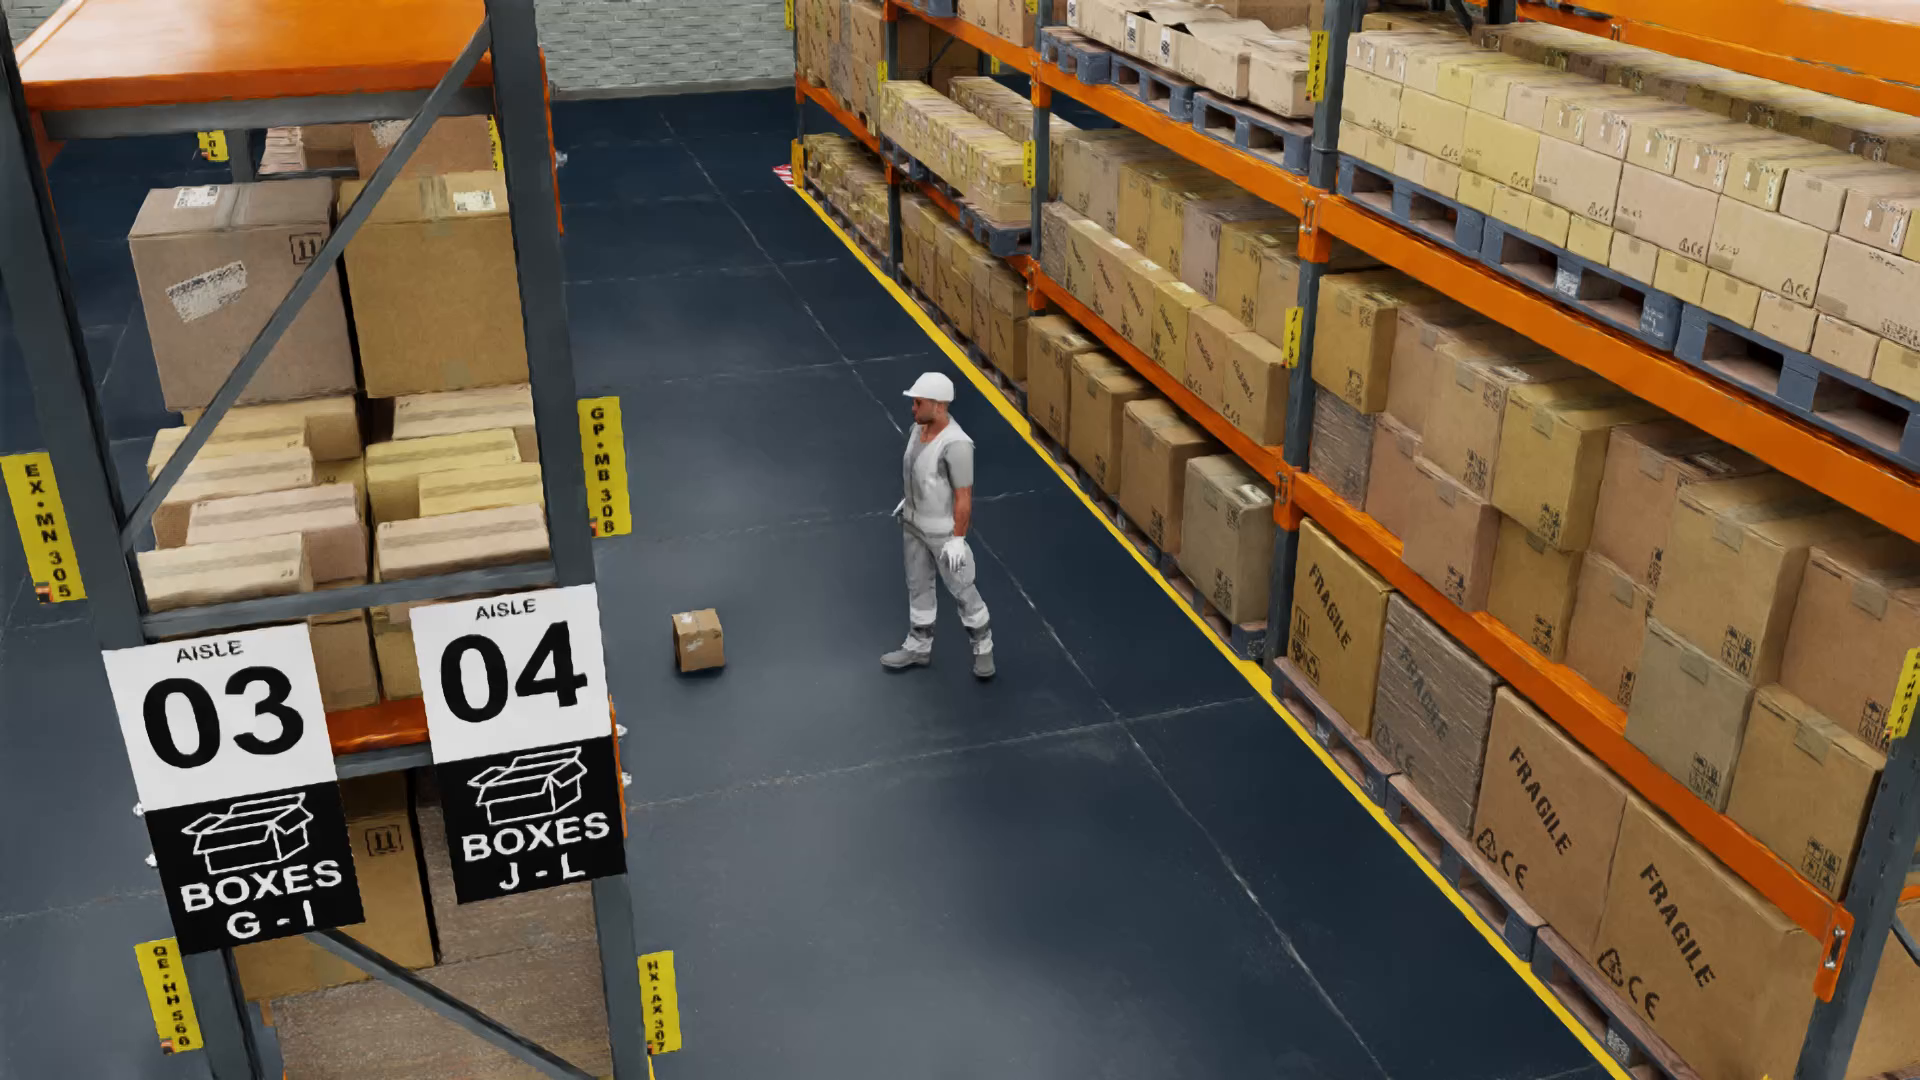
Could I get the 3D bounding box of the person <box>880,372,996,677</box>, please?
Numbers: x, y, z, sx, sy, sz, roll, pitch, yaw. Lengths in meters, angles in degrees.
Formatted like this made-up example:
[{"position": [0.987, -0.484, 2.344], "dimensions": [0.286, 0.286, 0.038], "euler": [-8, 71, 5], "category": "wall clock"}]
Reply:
[{"position": [-0.146, -0.088, 9.264], "dimensions": [0.574, 1.793, 0.735], "euler": [-19, 32, -33], "category": "person"}]
